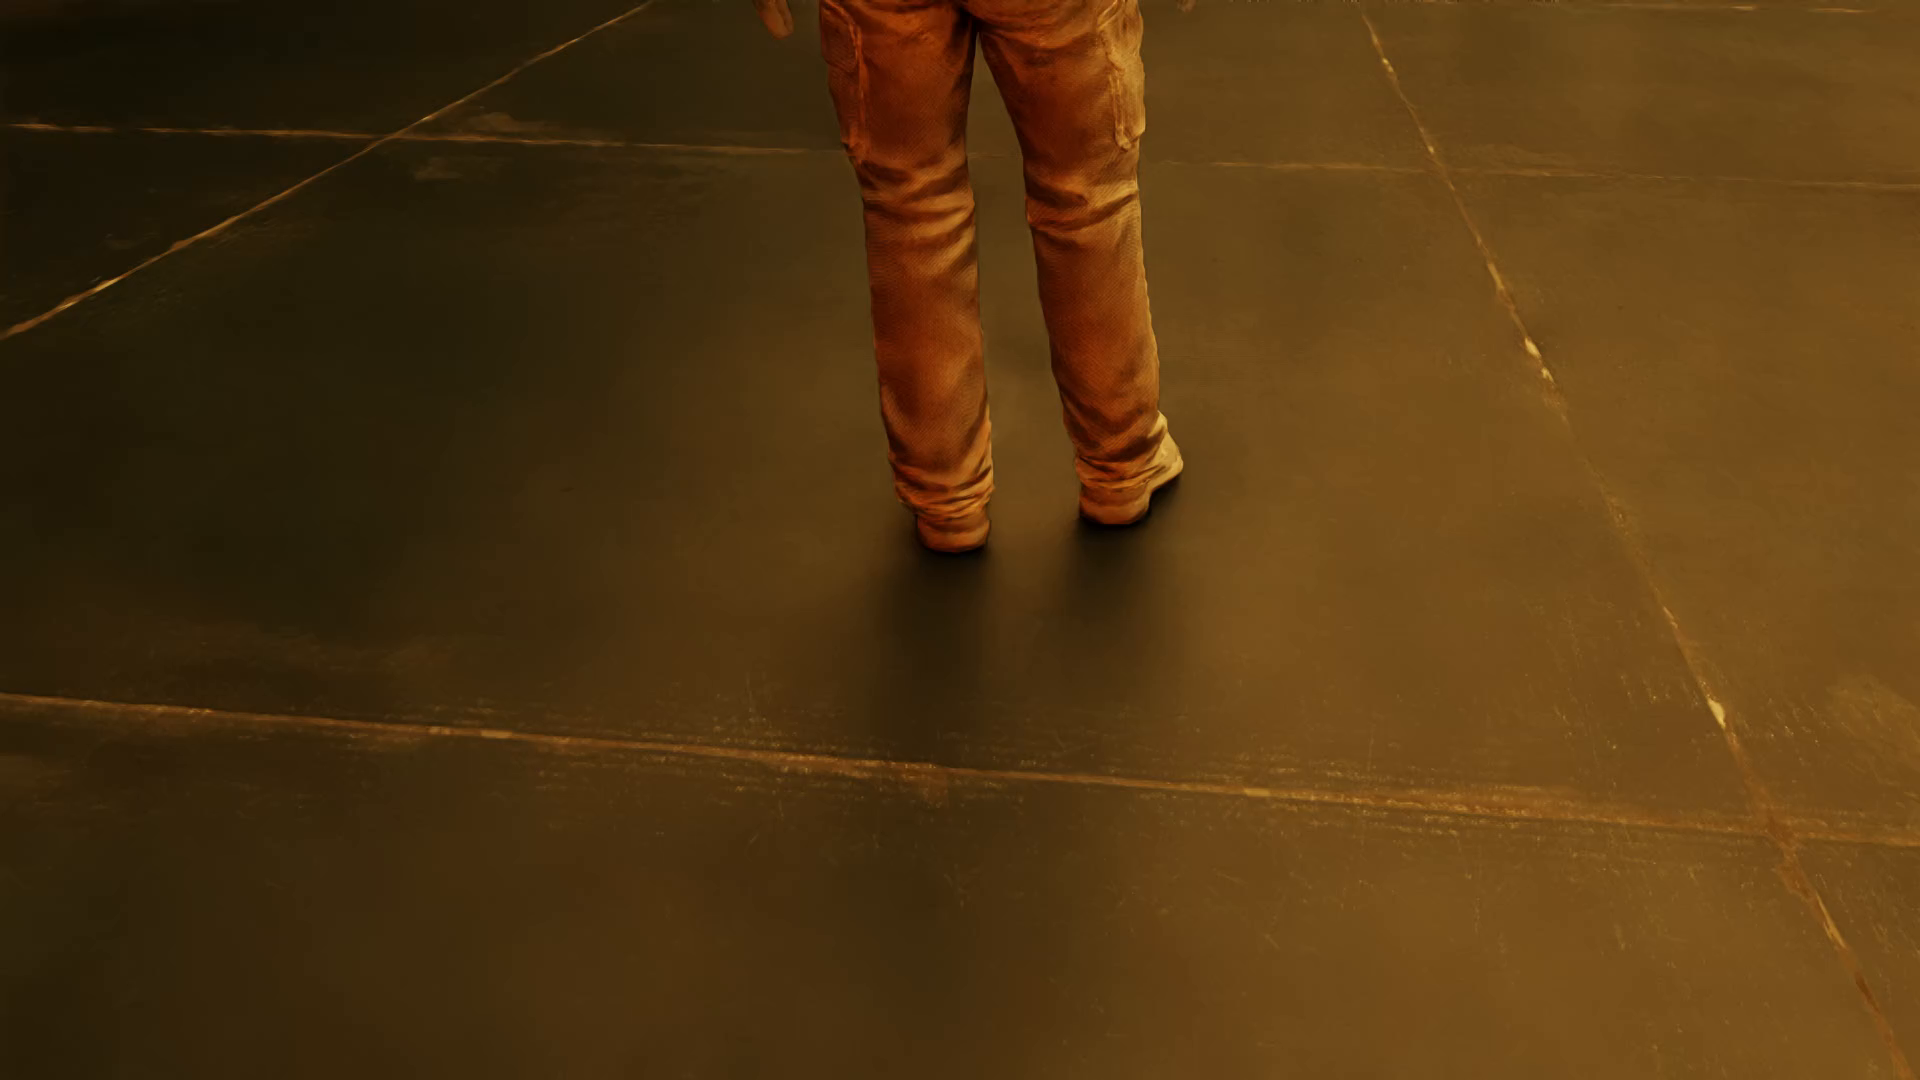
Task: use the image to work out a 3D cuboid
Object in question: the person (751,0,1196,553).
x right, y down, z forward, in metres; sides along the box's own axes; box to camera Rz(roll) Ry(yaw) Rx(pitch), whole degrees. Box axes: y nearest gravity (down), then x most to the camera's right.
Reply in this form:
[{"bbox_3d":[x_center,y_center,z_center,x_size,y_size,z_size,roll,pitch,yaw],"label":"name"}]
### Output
[{"bbox_3d":[0.017,-0.835,2.162,0.655,1.782,0.576,3,27,7],"label":"person"}]
